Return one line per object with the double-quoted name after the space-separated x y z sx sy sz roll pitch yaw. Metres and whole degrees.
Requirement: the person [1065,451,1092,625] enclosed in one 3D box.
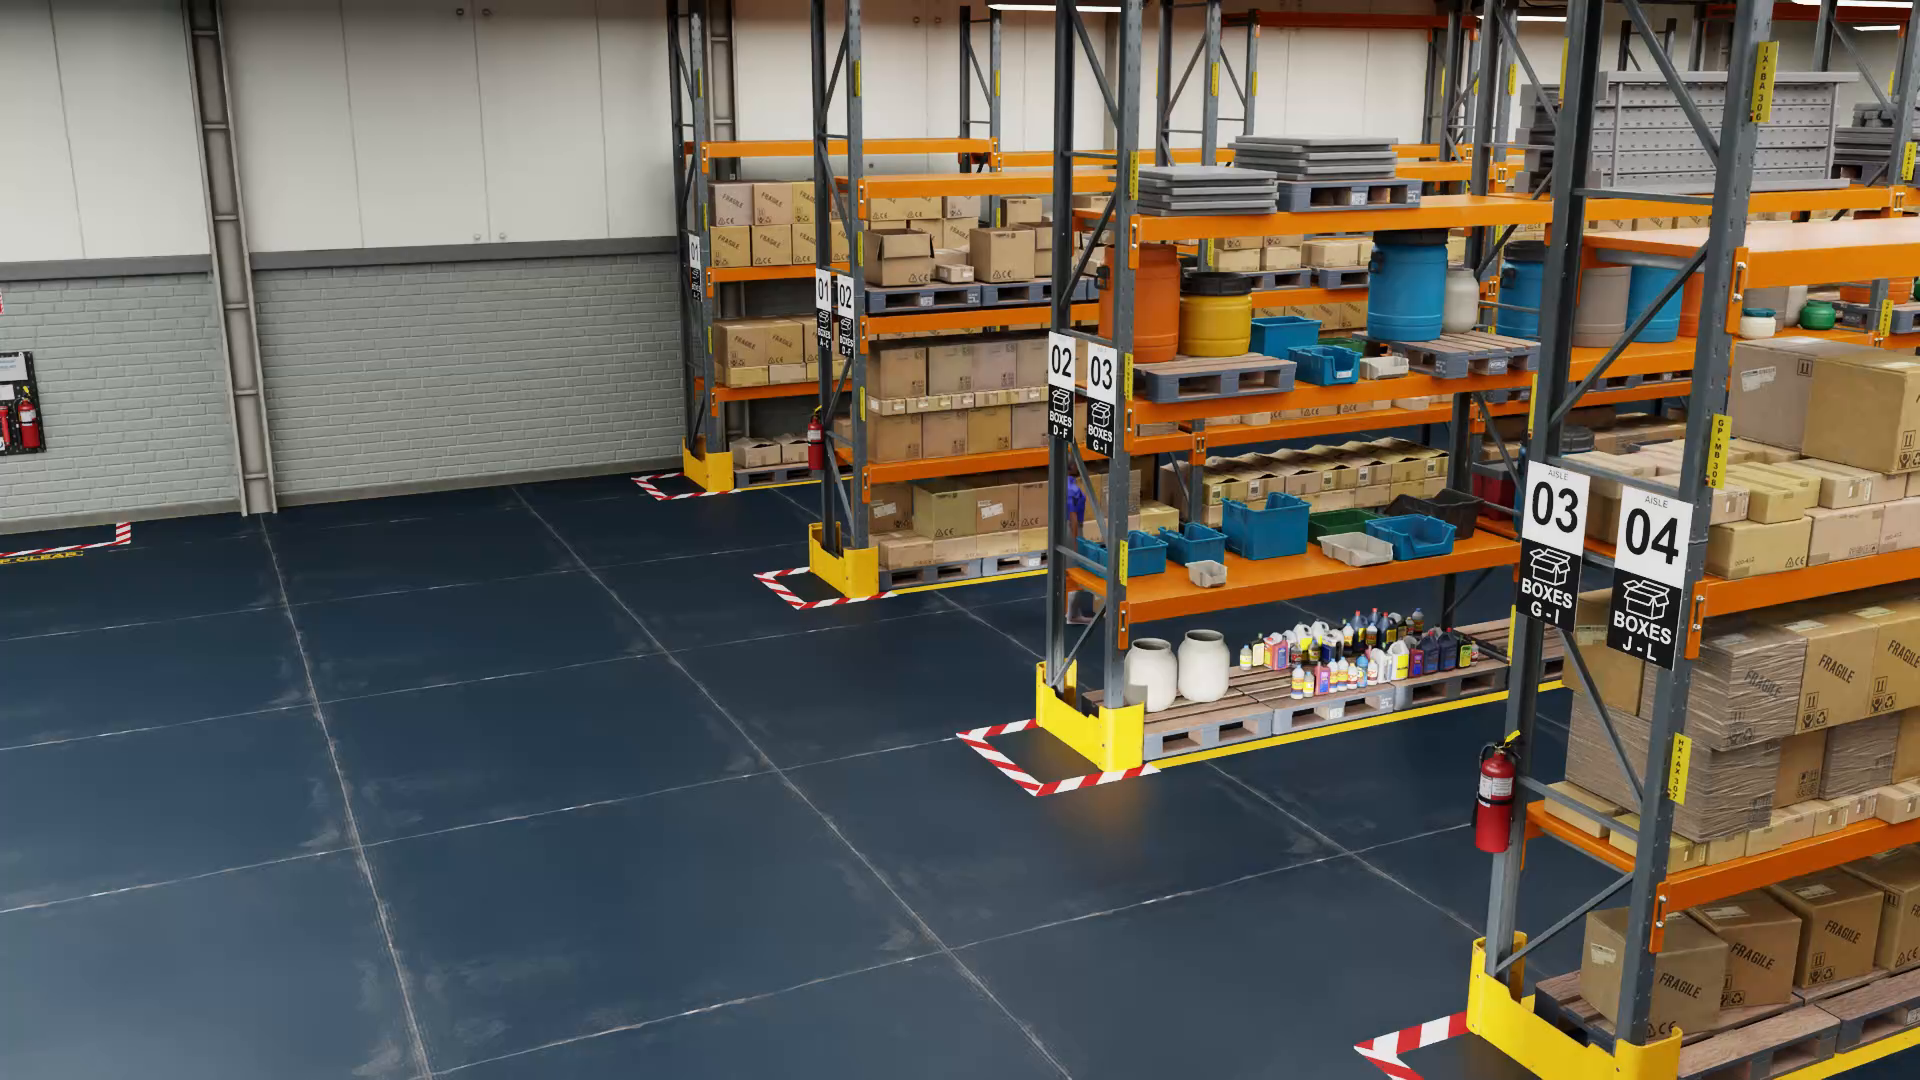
1.051 -0.029 15.868 0.354 1.670 0.444 -7 17 -24 "person"
